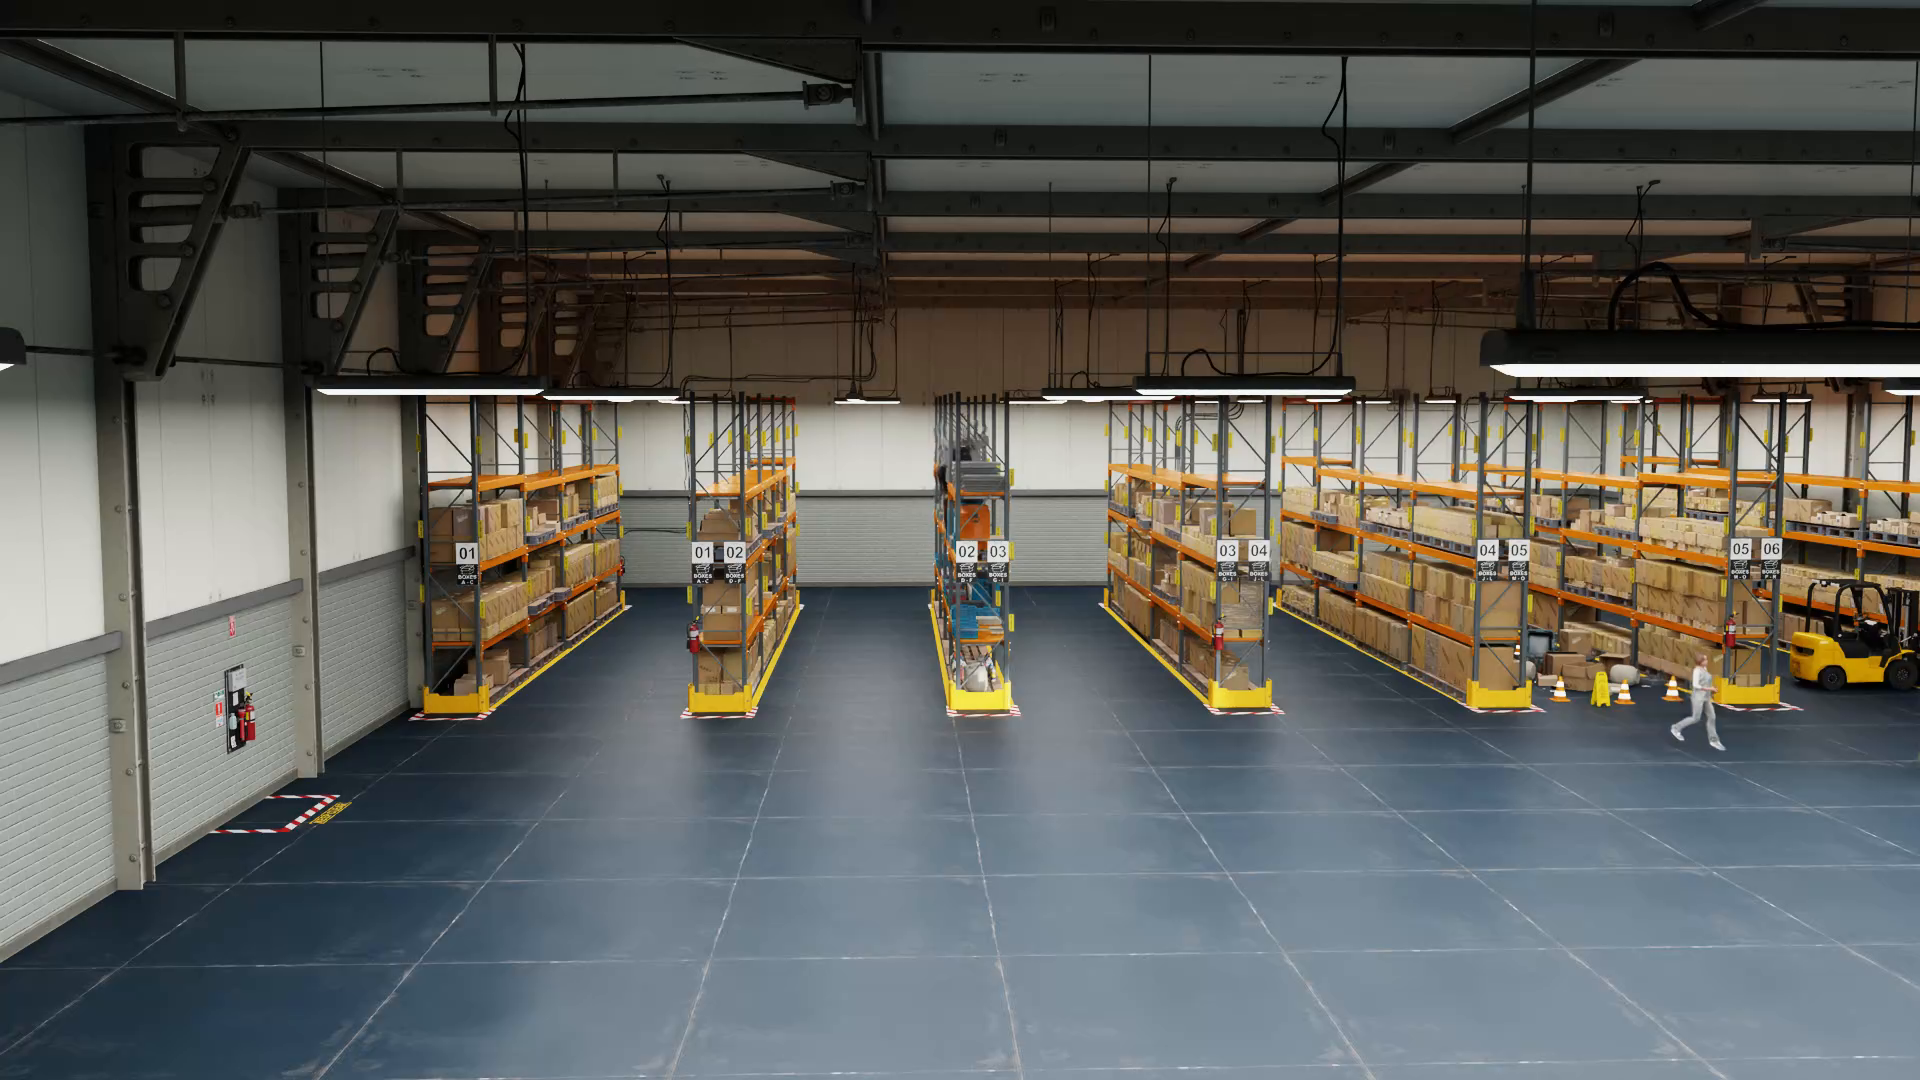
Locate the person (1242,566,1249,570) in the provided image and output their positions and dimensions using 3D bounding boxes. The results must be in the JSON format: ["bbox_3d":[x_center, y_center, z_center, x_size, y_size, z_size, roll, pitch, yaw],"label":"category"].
[{"bbox_3d":[7.891,1.154,47.171,0.744,1.592,0.597,1,5,15],"label":"person"}]

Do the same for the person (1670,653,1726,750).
[{"bbox_3d":[12.419,2.687,27.920,0.894,1.600,0.552,5,6,44],"label":"person"}]
